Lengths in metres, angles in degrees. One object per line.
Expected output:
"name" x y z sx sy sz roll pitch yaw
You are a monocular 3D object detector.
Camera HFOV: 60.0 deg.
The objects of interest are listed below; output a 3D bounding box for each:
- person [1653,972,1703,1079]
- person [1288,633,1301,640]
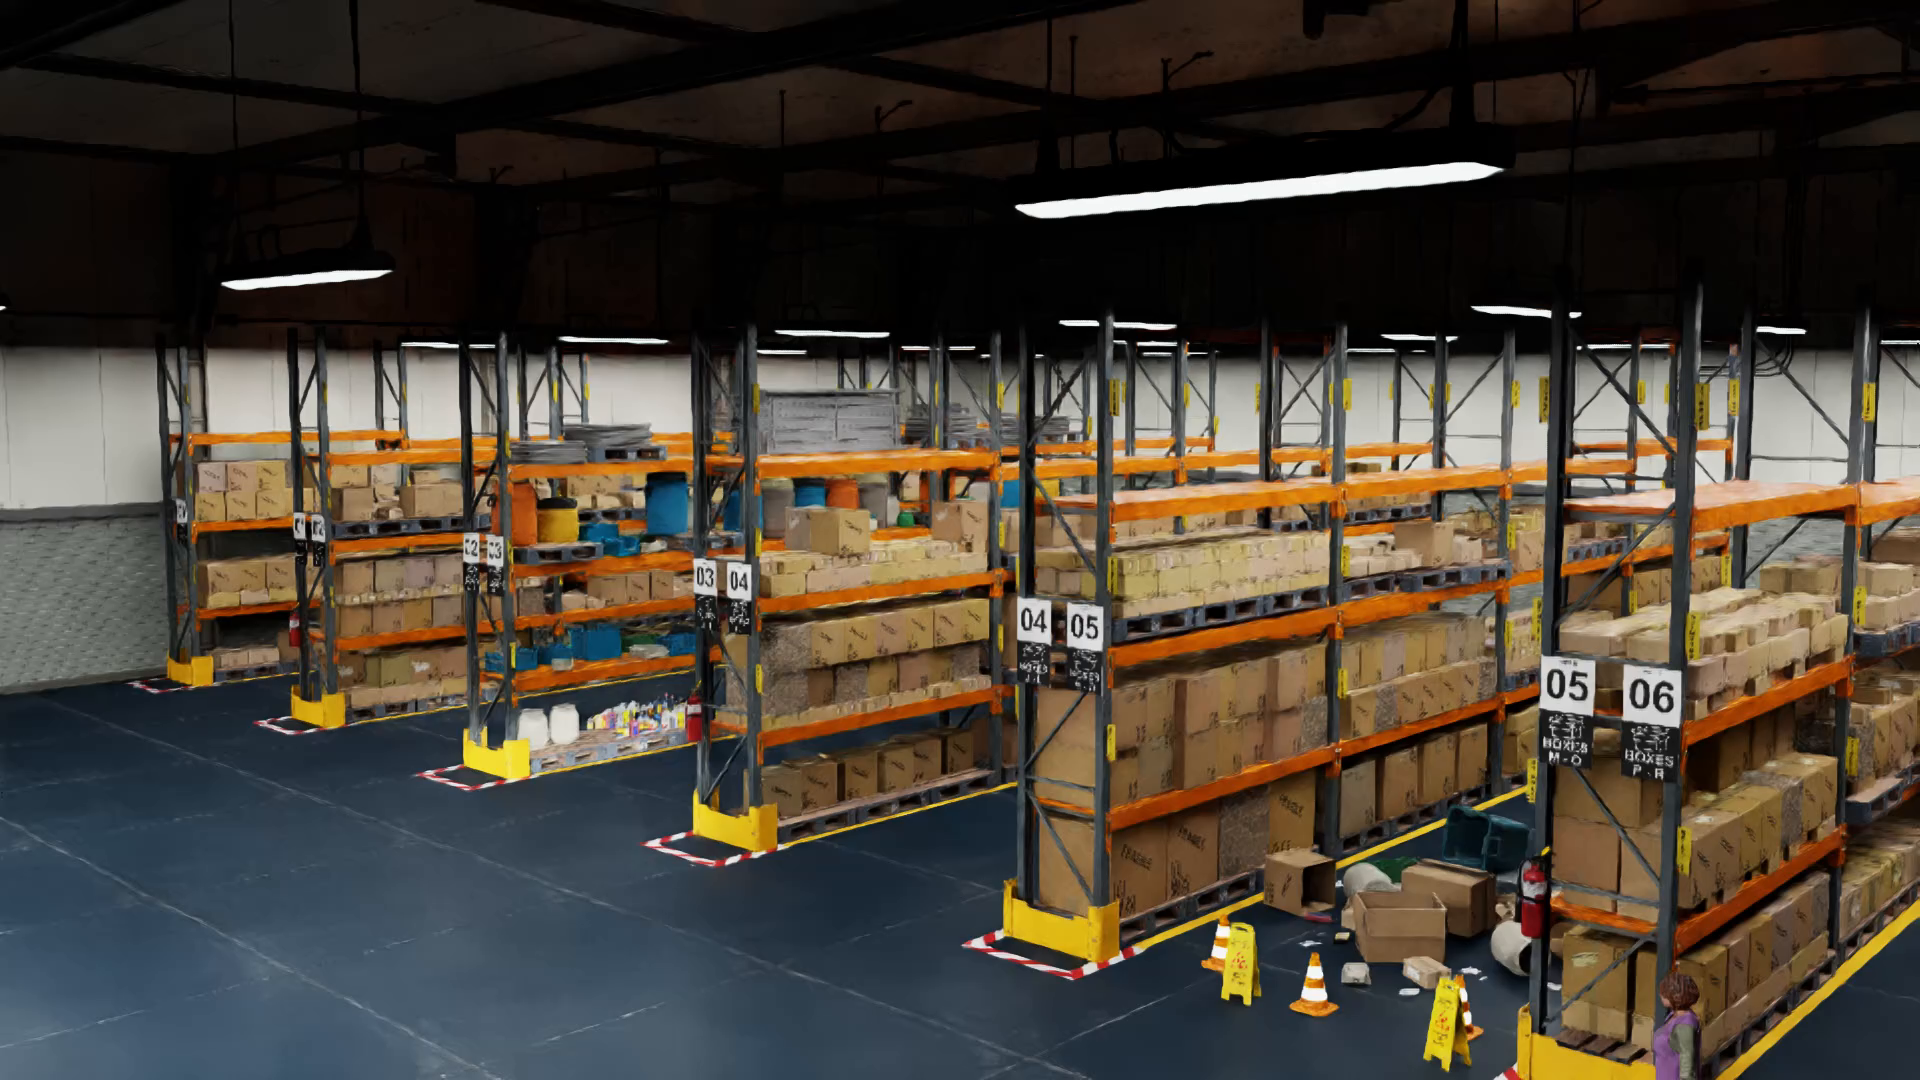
"person" 4.468 3.487 10.134 0.483 1.479 0.513 2 6 17
"person" 4.967 2.112 24.428 0.566 1.541 0.519 5 7 40
